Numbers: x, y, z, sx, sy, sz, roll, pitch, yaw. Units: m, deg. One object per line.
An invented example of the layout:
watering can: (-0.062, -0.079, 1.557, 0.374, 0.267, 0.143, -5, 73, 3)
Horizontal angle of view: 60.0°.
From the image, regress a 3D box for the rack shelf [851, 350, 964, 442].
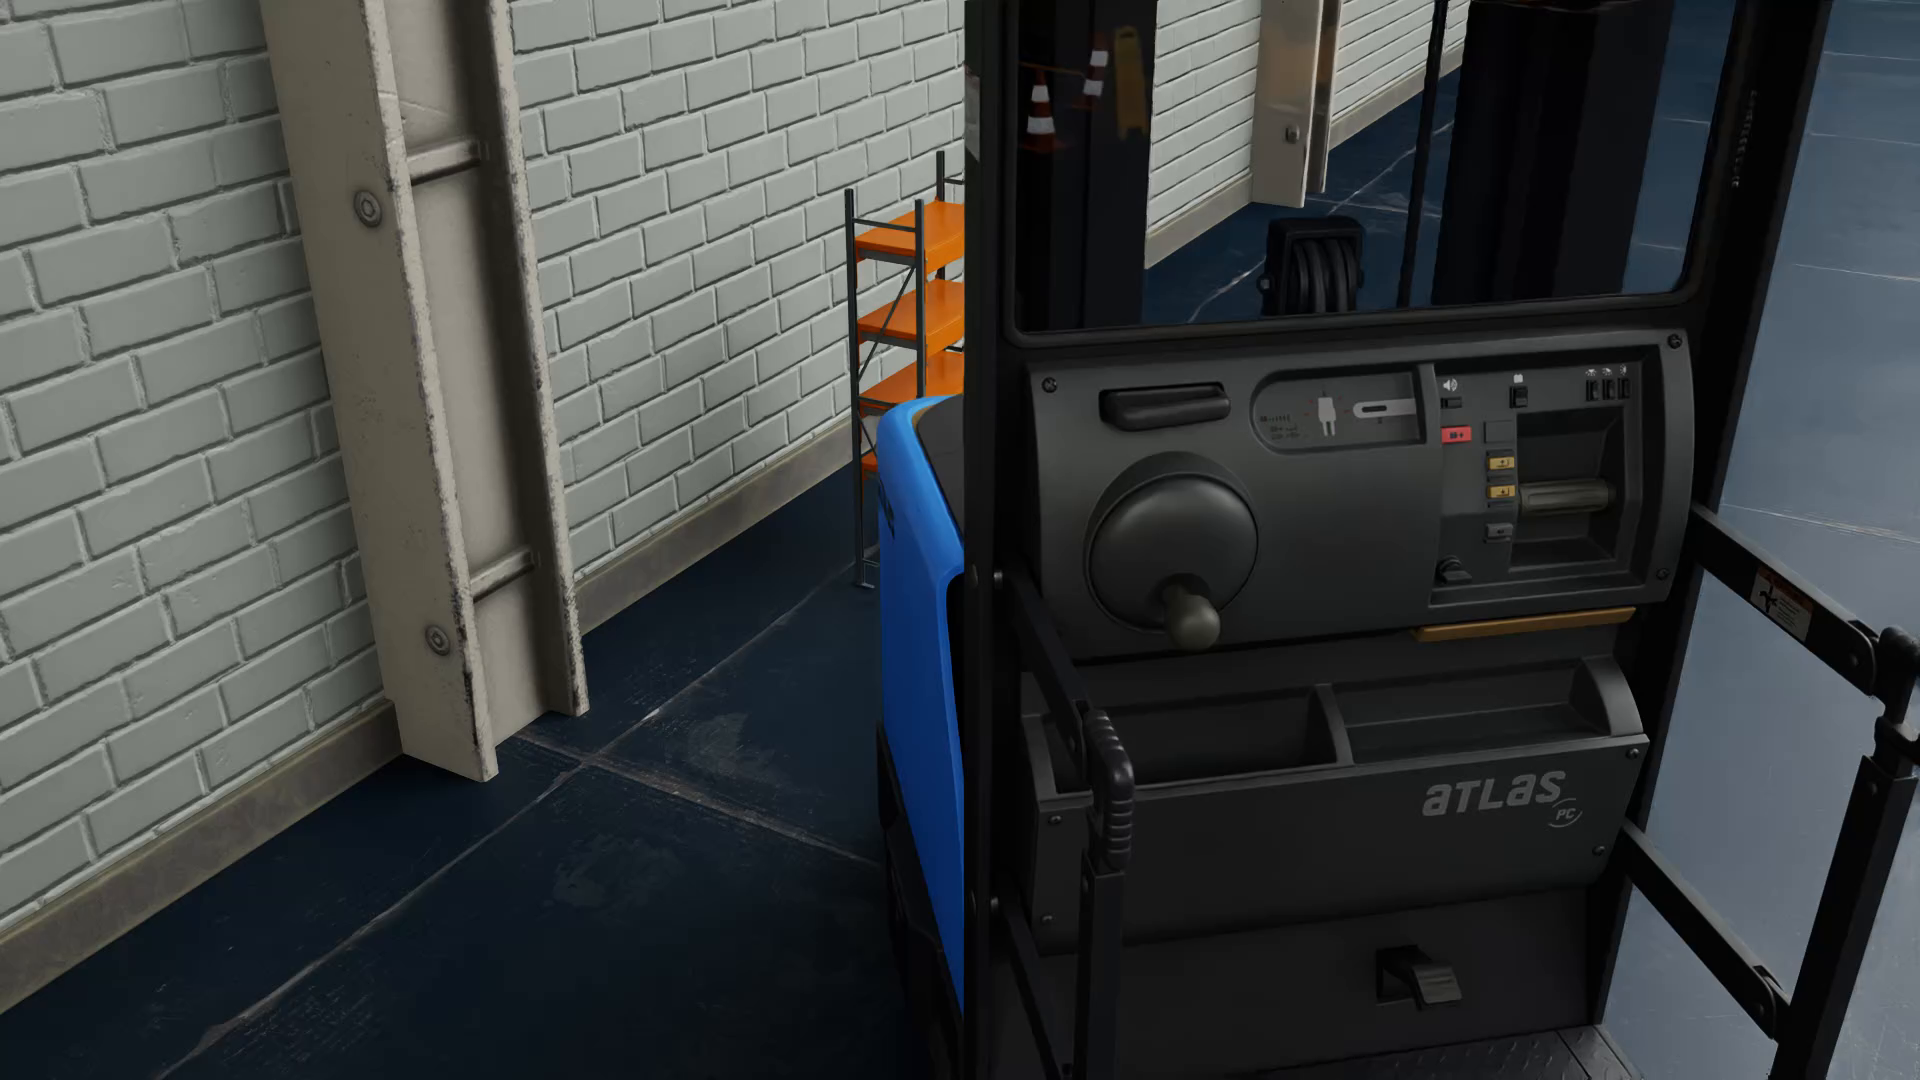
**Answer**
rack shelf: (-0.081, -0.412, 4.883, 0.258, 0.148, 0.480, 14, 30, 26)

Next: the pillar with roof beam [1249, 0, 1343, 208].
pillar with roof beam: (5.499, -4.931, 5.048, 9.100, 9.000, 0.400, 14, 30, 26)

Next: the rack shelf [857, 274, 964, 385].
rack shelf: (-0.081, -0.612, 4.783, 0.258, 0.148, 0.480, 14, 30, 26)

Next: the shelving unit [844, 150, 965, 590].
shelving unit: (-0.081, -0.472, 4.853, 0.258, 1.200, 0.503, 14, 30, 26)

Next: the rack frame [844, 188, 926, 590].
rack frame: (-0.201, -0.377, 4.663, 0.240, 1.200, 0.015, 14, 30, 26)

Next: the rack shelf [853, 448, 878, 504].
rack shelf: (-0.081, -0.234, 4.972, 0.258, 0.148, 0.480, 14, 30, 26)

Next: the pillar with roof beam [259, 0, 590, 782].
pillar with roof beam: (2.548, -2.593, 0.377, 9.100, 9.000, 0.400, 14, 30, 26)

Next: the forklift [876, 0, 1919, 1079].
forklift: (0.594, -0.038, 2.051, 1.130, 2.935, 3.031, -5, 27, -10)

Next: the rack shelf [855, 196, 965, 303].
rack shelf: (-0.081, -0.823, 4.677, 0.258, 0.148, 0.480, 14, 30, 26)

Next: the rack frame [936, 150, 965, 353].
rack frame: (0.039, -0.567, 5.043, 0.240, 1.200, 0.015, 14, 30, 26)
